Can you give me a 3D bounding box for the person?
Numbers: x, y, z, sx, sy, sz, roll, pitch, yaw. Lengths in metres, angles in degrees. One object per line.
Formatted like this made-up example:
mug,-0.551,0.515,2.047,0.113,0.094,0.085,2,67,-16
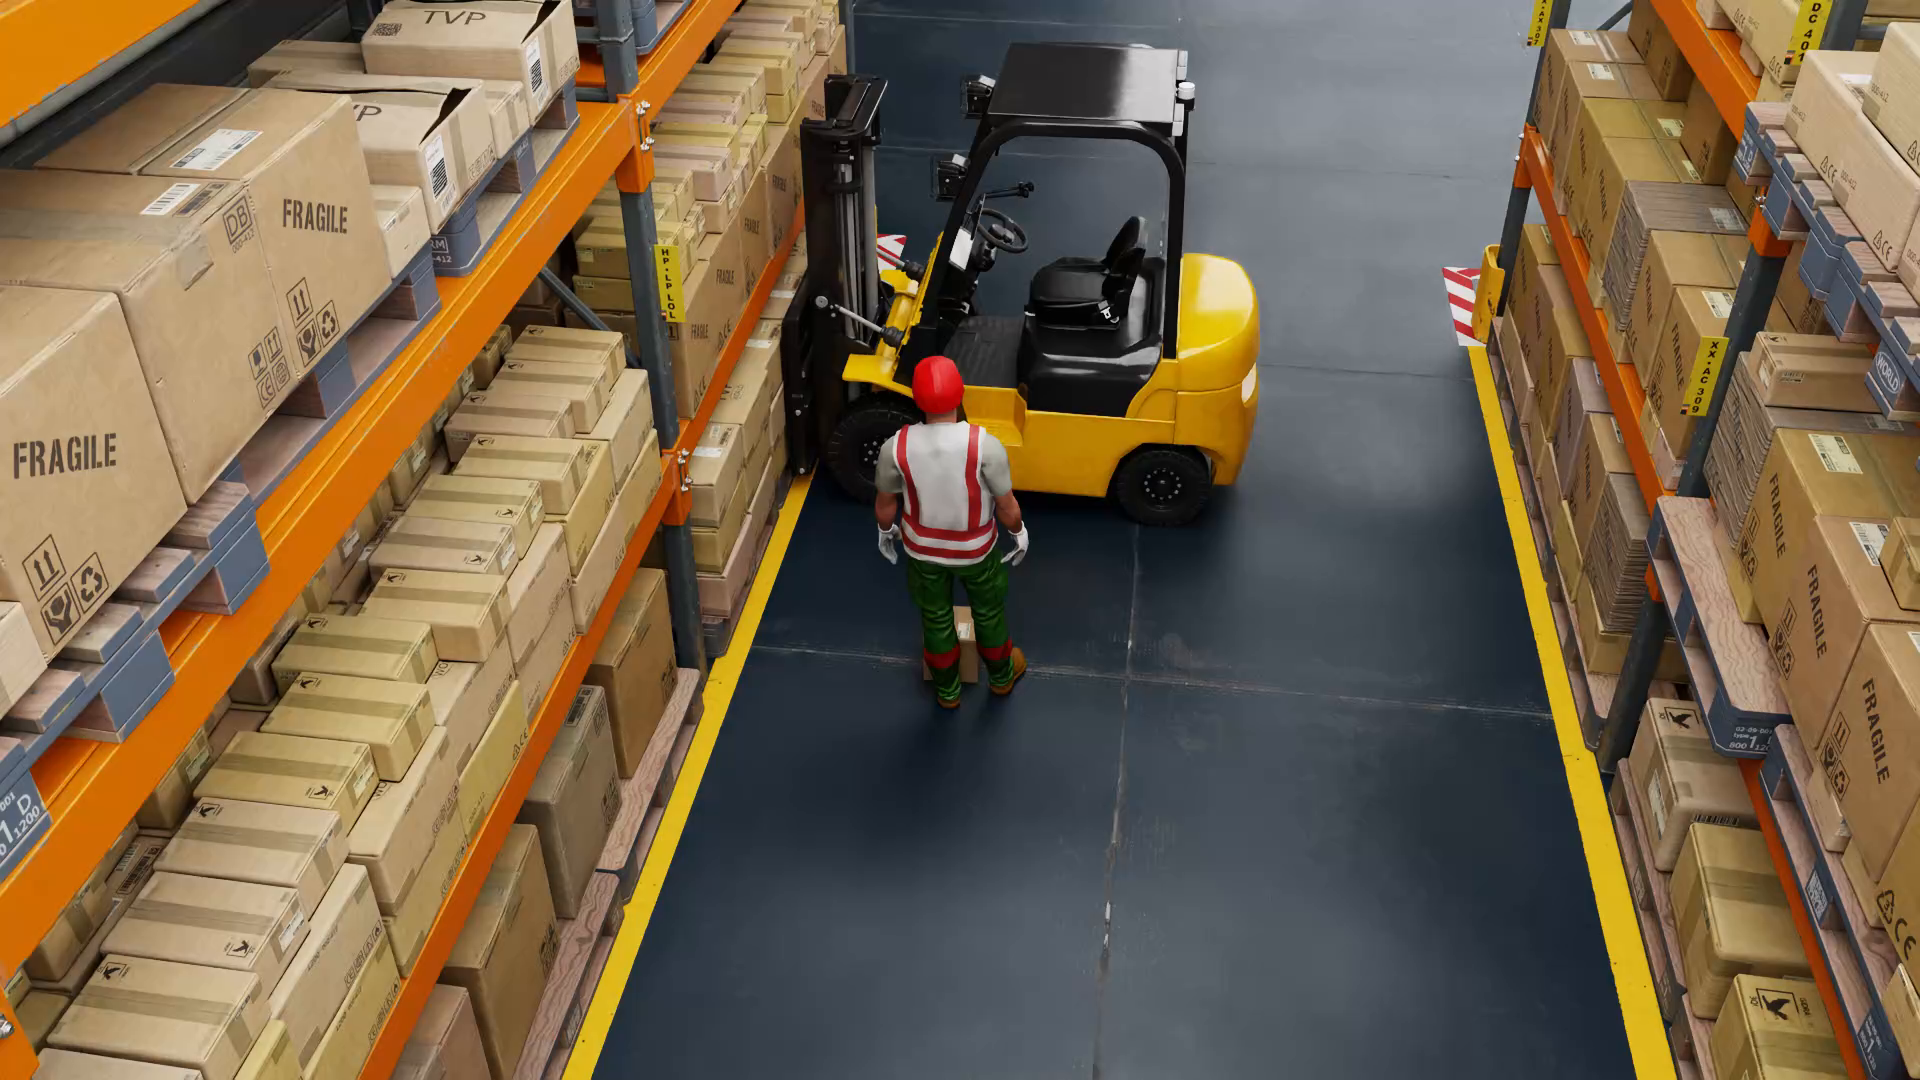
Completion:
person,-0.023,-0.039,7.058,0.637,1.790,0.562,4,36,6
